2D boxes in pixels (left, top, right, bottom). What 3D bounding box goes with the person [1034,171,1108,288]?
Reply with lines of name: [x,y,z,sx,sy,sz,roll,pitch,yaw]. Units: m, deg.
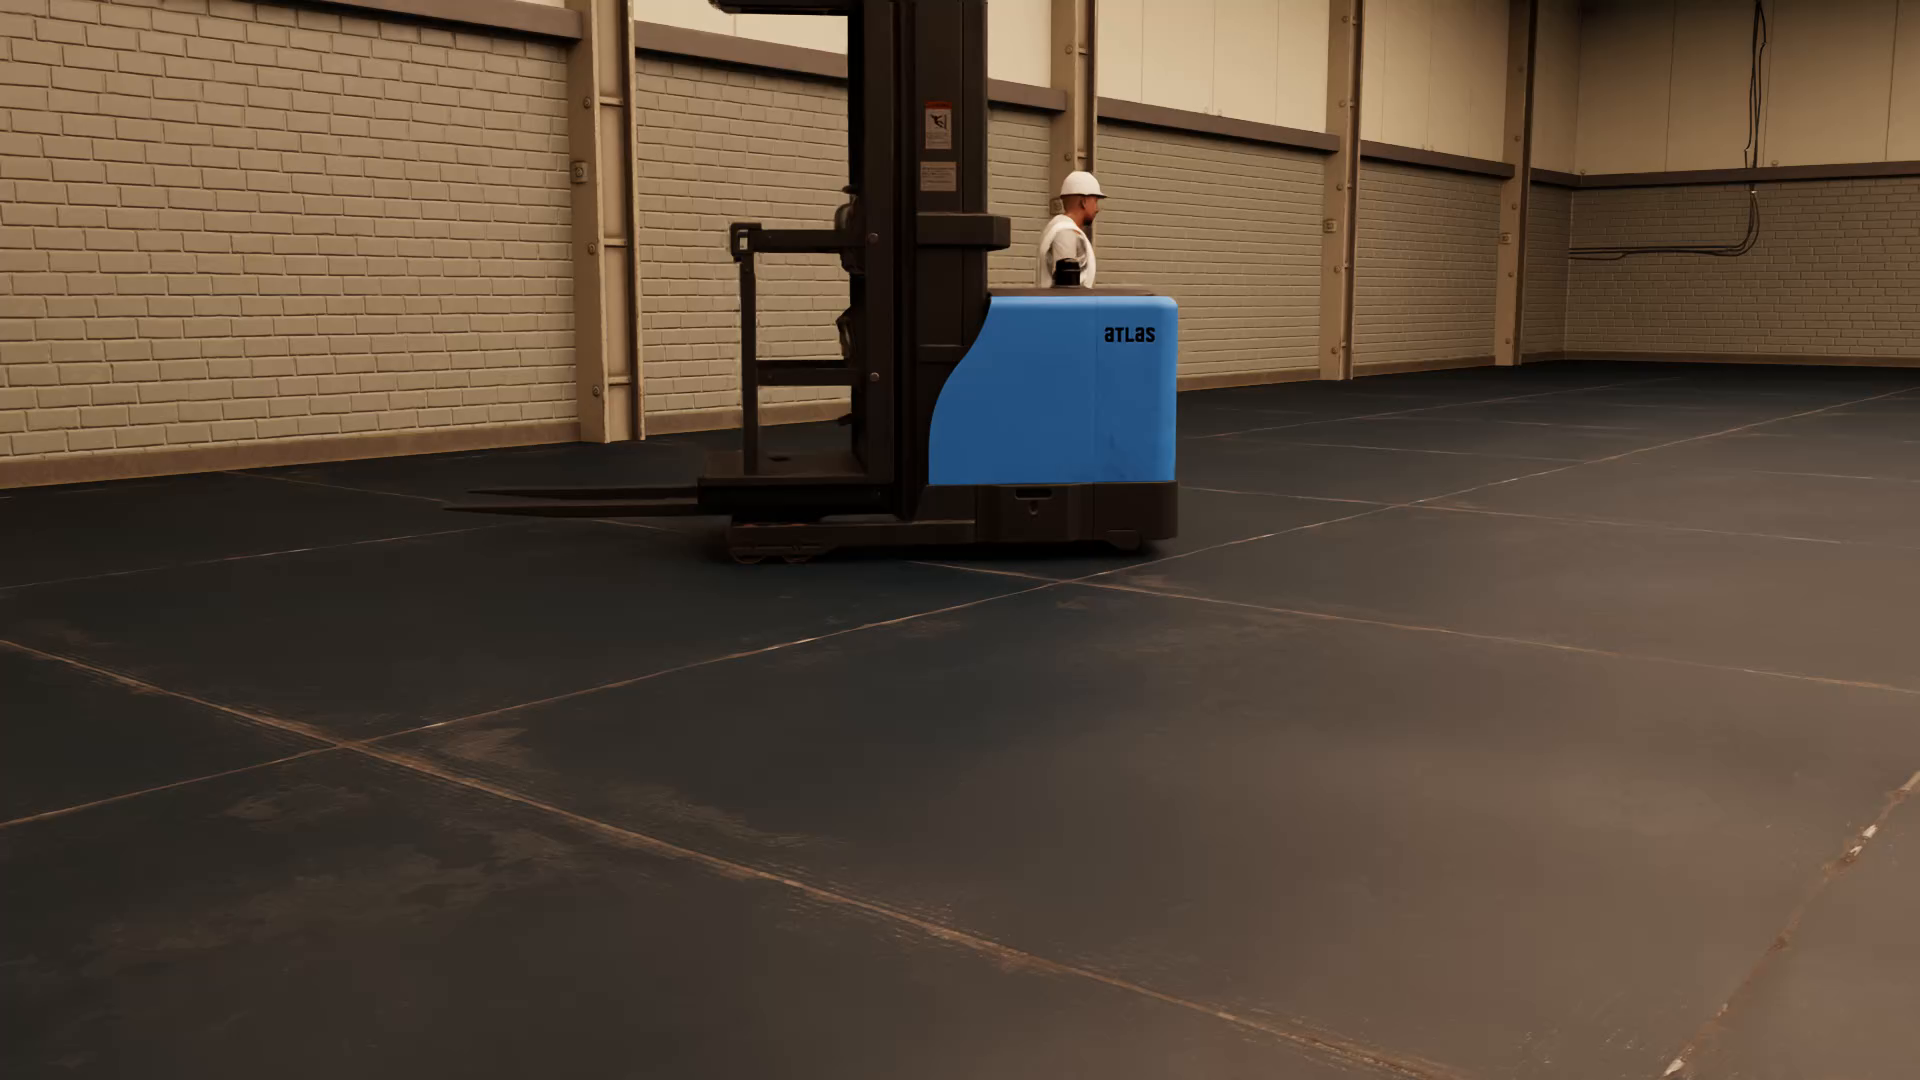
person: [0.606,-1.154,9.243,0.424,1.752,0.840,-1,8,-6]

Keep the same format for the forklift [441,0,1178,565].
forklift: [-0.641,-1.432,7.066,3.031,2.935,1.130,-1,8,-7]
